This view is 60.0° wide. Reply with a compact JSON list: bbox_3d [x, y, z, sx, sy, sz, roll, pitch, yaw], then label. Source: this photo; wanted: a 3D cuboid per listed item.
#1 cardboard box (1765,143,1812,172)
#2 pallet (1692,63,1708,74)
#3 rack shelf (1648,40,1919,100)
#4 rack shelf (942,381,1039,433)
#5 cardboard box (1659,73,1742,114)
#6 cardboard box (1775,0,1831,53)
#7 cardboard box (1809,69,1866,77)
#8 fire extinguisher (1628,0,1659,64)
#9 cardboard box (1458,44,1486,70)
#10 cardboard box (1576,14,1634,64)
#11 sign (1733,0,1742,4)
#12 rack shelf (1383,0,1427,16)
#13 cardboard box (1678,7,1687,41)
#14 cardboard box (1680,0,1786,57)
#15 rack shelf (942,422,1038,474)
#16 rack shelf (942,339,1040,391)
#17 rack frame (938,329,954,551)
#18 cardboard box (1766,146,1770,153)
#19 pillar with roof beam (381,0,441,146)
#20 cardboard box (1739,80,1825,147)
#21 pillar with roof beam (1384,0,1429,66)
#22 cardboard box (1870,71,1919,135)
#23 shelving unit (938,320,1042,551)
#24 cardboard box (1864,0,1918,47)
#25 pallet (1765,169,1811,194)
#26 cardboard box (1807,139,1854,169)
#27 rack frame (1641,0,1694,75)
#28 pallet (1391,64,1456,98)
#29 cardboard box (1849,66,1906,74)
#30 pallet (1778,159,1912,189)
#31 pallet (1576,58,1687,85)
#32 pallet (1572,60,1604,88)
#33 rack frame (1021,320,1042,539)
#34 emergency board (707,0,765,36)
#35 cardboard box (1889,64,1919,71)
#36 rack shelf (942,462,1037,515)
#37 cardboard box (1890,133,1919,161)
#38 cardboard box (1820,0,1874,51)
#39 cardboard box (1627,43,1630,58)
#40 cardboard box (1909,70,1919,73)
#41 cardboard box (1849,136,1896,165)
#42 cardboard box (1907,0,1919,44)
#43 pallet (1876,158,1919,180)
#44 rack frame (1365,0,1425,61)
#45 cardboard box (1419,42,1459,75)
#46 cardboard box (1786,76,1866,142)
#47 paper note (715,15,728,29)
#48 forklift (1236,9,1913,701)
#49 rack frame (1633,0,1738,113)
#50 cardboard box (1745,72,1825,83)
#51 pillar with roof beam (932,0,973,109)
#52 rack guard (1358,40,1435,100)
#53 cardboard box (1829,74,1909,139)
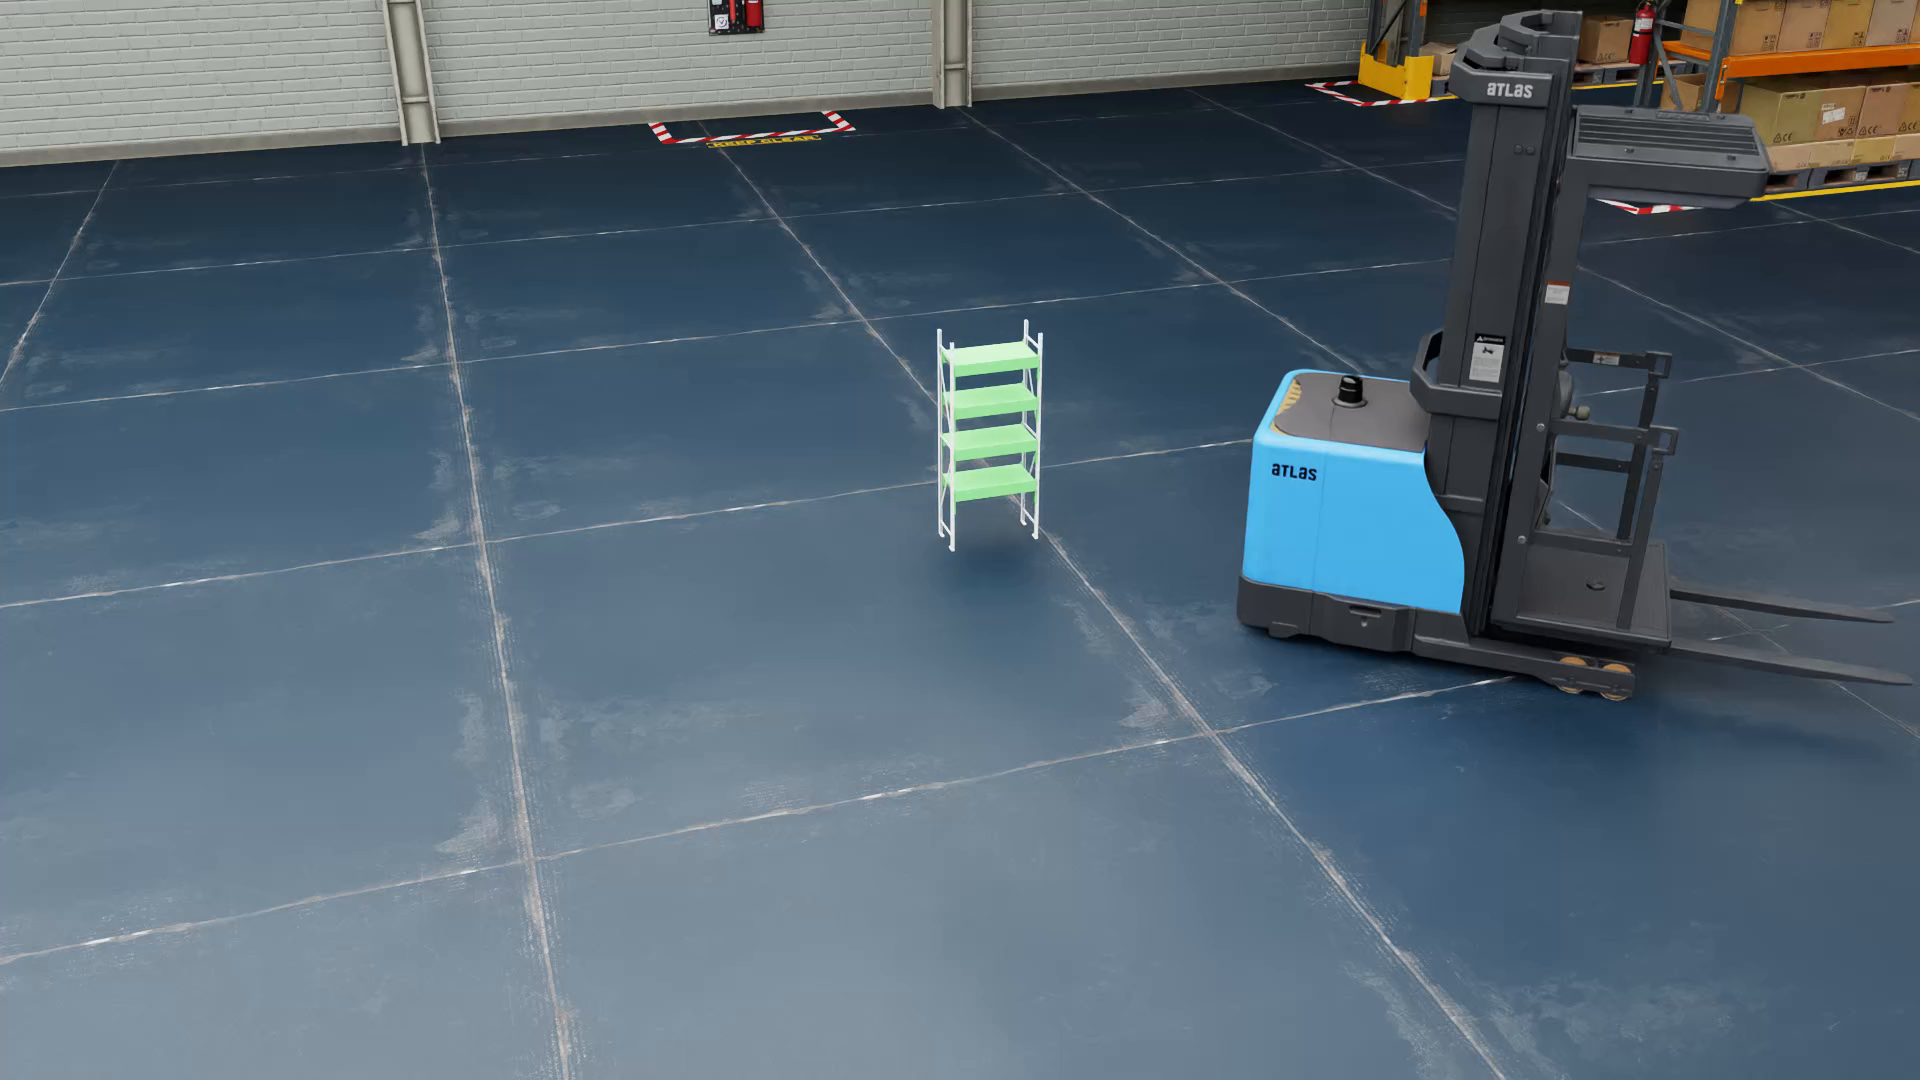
[{"bbox_3d":[7.806,-3.739,16.028,0.500,0.250,0.500,-8,28,-16],"label":"cardboard box"},{"bbox_3d":[9.758,-6.236,21.574,1.213,0.211,1.003,-8,28,-16],"label":"pallet"},{"bbox_3d":[8.654,-4.686,16.124,4.000,0.370,1.077,-8,28,-16],"label":"rack shelf"},{"bbox_3d":[0.157,-0.718,8.951,0.480,0.148,0.258,-8,28,-16],"label":"rack shelf"},{"bbox_3d":[7.170,-4.224,16.163,0.500,0.500,0.500,-8,28,-16],"label":"cardboard box"},{"bbox_3d":[7.698,-4.910,15.655,0.500,0.500,0.700,-8,27,-15],"label":"cardboard box"},{"bbox_3d":[8.592,-4.437,16.590,0.500,0.500,0.500,-8,28,-16],"label":"cardboard box"},{"bbox_3d":[6.496,-4.878,15.789,0.183,0.674,0.296,-8,28,-16],"label":"fire extinguisher"},{"bbox_3d":[6.443,-5.955,20.400,0.500,0.311,0.500,-6,27,-12],"label":"cardboard box"},{"bbox_3d":[8.044,-6.295,20.873,0.500,0.500,0.500,-10,28,-20],"label":"cardboard box"},{"bbox_3d":[6.919,-4.920,14.725,0.005,0.325,0.100,-8,28,-16],"label":"sign"},{"bbox_3d":[7.117,-6.780,20.342,4.000,0.370,1.077,-8,28,-16],"label":"rack shelf"},{"bbox_3d":[9.713,-6.563,21.413,0.500,0.500,0.700,-7,27,-14],"label":"cardboard box"},{"bbox_3d":[7.200,-4.836,15.505,0.500,0.500,0.700,-8,28,-16],"label":"cardboard box"},{"bbox_3d":[0.157,-0.503,9.058,0.480,0.148,0.258,-8,28,-16],"label":"rack shelf"},{"bbox_3d":[0.157,-0.933,8.844,0.480,0.148,0.258,-8,28,-16],"label":"rack shelf"},{"bbox_3d":[-0.075,-0.527,8.961,0.015,1.200,0.240,-8,28,-16],"label":"rack frame"},{"bbox_3d":[7.331,-3.669,15.886,0.500,0.250,0.500,-8,28,-16],"label":"cardboard box"},{"bbox_3d":[-4.464,-6.503,12.229,0.400,9.000,9.100,-8,28,-16],"label":"pillar with roof beam"},{"bbox_3d":[7.806,-4.074,15.860,0.500,0.500,0.500,-8,28,-16],"label":"cardboard box"},{"bbox_3d":[6.946,-8.155,15.557,0.400,9.000,9.100,-8,28,-16],"label":"pillar with roof beam"},{"bbox_3d":[9.229,-4.285,16.284,0.500,0.500,0.500,-8,28,-16],"label":"cardboard box"},{"bbox_3d":[0.157,-0.560,9.029,0.503,1.200,0.258,-8,28,-16],"label":"shelving unit"},{"bbox_3d":[8.672,-5.050,15.937,0.500,0.500,0.700,-7,27,-15],"label":"cardboard box"},{"bbox_3d":[7.467,-3.606,16.277,1.213,0.211,1.003,-8,28,-16],"label":"pallet"},{"bbox_3d":[8.281,-3.808,16.167,0.500,0.250,0.500,-8,28,-16],"label":"cardboard box"},{"bbox_3d":[9.018,-7.377,20.736,0.127,3.000,1.000,-8,28,-16],"label":"rack frame"},{"bbox_3d":[6.071,-5.685,20.463,1.213,0.211,1.003,-8,28,-16],"label":"pallet"},{"bbox_3d":[9.067,-4.506,16.730,0.500,0.500,0.500,-8,28,-16],"label":"cardboard box"},{"bbox_3d":[8.625,-3.773,16.612,1.213,0.211,1.003,-8,28,-16],"label":"pallet"},{"bbox_3d":[8.391,-6.021,21.140,1.213,0.211,1.003,-8,28,-16],"label":"pallet"},{"bbox_3d":[7.229,-5.851,20.798,1.213,0.211,1.003,-8,28,-16],"label":"pallet"},{"bbox_3d":[0.389,-0.594,9.097,0.015,1.200,0.240,-8,28,-16],"label":"rack frame"},{"bbox_3d":[-2.454,-6.138,18.241,0.643,1.169,0.194,-8,28,-16],"label":"emergency board"},{"bbox_3d":[9.545,-4.572,16.863,0.500,0.500,0.500,-8,28,-16],"label":"cardboard box"},{"bbox_3d":[0.157,-0.288,9.164,0.480,0.148,0.258,-8,28,-16],"label":"rack shelf"},{"bbox_3d":[9.233,-3.944,16.440,0.500,0.250,0.500,-8,28,-16],"label":"cardboard box"},{"bbox_3d":[8.172,-4.976,15.788,0.500,0.500,0.700,-8,28,-16],"label":"cardboard box"},{"bbox_3d":[8.519,-6.219,21.095,0.250,0.166,0.380,-12,29,-23],"label":"cardboard box"},{"bbox_3d":[9.704,-4.355,16.426,0.500,0.500,0.500,-8,28,-16],"label":"cardboard box"},{"bbox_3d":[8.758,-3.875,16.301,0.500,0.250,0.500,-8,28,-16],"label":"cardboard box"},{"bbox_3d":[9.158,-5.121,16.080,0.500,0.500,0.700,-8,27,-15],"label":"cardboard box"},{"bbox_3d":[9.787,-3.942,16.954,1.213,0.211,1.003,-8,28,-16],"label":"pallet"},{"bbox_3d":[5.215,-6.826,19.627,0.127,3.000,1.000,-8,28,-16],"label":"rack frame"},{"bbox_3d":[5.901,-5.876,20.242,0.500,0.311,0.500,-12,29,-22],"label":"cardboard box"},{"bbox_3d":[8.278,-4.149,16.010,0.500,0.500,0.500,-8,28,-16],"label":"cardboard box"},{"bbox_3d":[-2.644,-5.748,18.446,0.142,0.148,0.016,-8,28,-16],"label":"paper note"},{"bbox_3d":[2.956,-0.833,7.631,3.031,2.935,1.130,9,28,17],"label":"forklift"},{"bbox_3d":[6.753,-4.732,15.409,0.127,3.000,1.000,-8,28,-16],"label":"rack frame"},{"bbox_3d":[8.117,-4.368,16.452,0.500,0.500,0.500,-8,28,-16],"label":"cardboard box"},{"bbox_3d":[1.241,-7.329,13.893,0.400,9.000,9.100,-8,28,-16],"label":"pillar with roof beam"},{"bbox_3d":[5.287,-5.717,20.204,0.348,0.500,1.175,-8,28,-16],"label":"rack guard"},{"bbox_3d":[8.758,-4.210,16.134,0.500,0.500,0.500,-8,28,-16],"label":"cardboard box"}]
